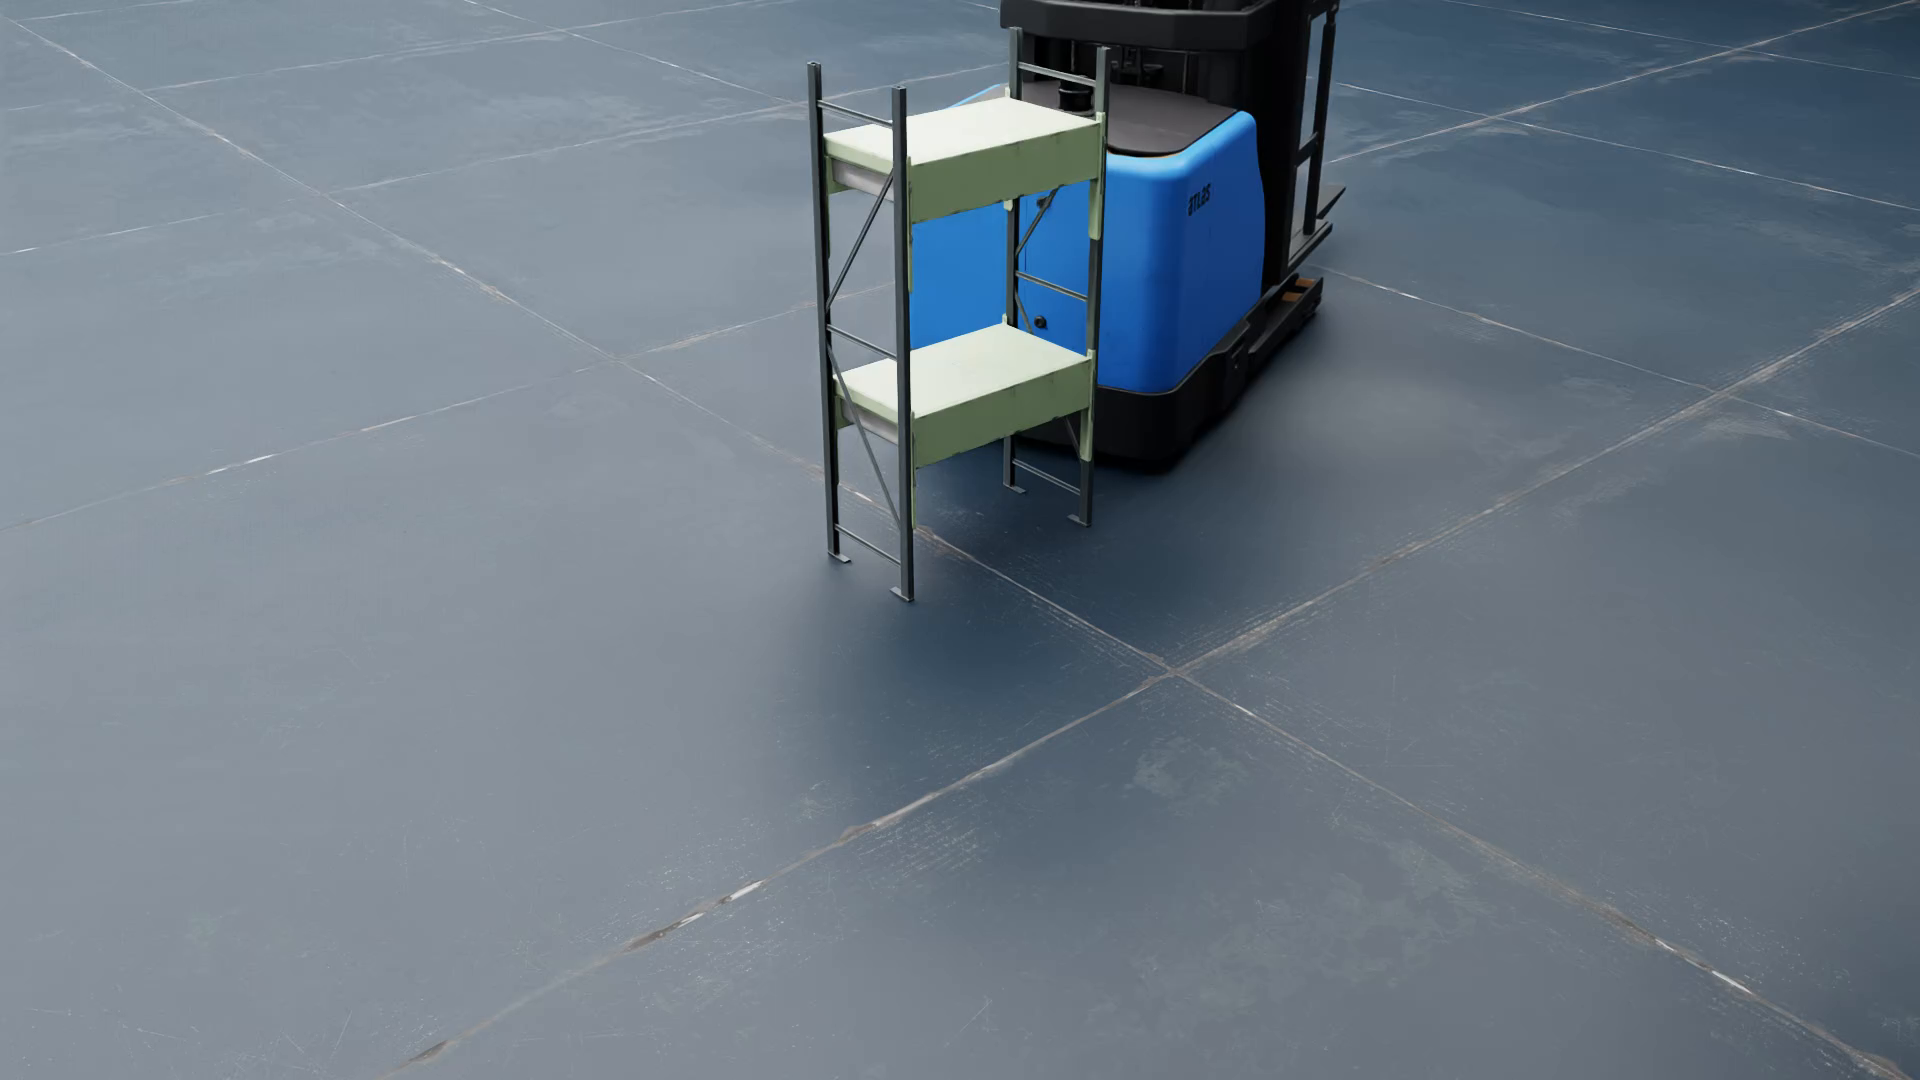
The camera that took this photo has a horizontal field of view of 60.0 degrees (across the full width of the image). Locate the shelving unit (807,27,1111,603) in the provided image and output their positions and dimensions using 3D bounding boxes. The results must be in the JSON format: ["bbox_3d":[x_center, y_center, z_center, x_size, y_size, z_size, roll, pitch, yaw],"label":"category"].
[{"bbox_3d":[0.005,-0.664,4.900,0.755,1.500,0.431,-22,35,-35],"label":"shelving unit"}]

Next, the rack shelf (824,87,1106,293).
[{"bbox_3d":[0.005,-1.008,4.716,0.720,0.370,0.431,-22,35,-35],"label":"rack shelf"}]

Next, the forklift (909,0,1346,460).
[{"bbox_3d":[0.877,-2.229,6.312,1.130,2.935,3.031,13,31,23],"label":"forklift"}]

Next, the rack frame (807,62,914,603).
[{"bbox_3d":[-0.273,-0.552,4.691,0.023,1.500,0.400,-22,35,-35],"label":"rack frame"}]

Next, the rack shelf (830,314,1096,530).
[{"bbox_3d":[0.005,-0.376,5.054,0.720,0.370,0.431,-22,35,-35],"label":"rack shelf"}]

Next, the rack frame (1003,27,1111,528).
[{"bbox_3d":[0.284,-0.775,5.110,0.023,1.500,0.400,-22,35,-35],"label":"rack frame"}]
